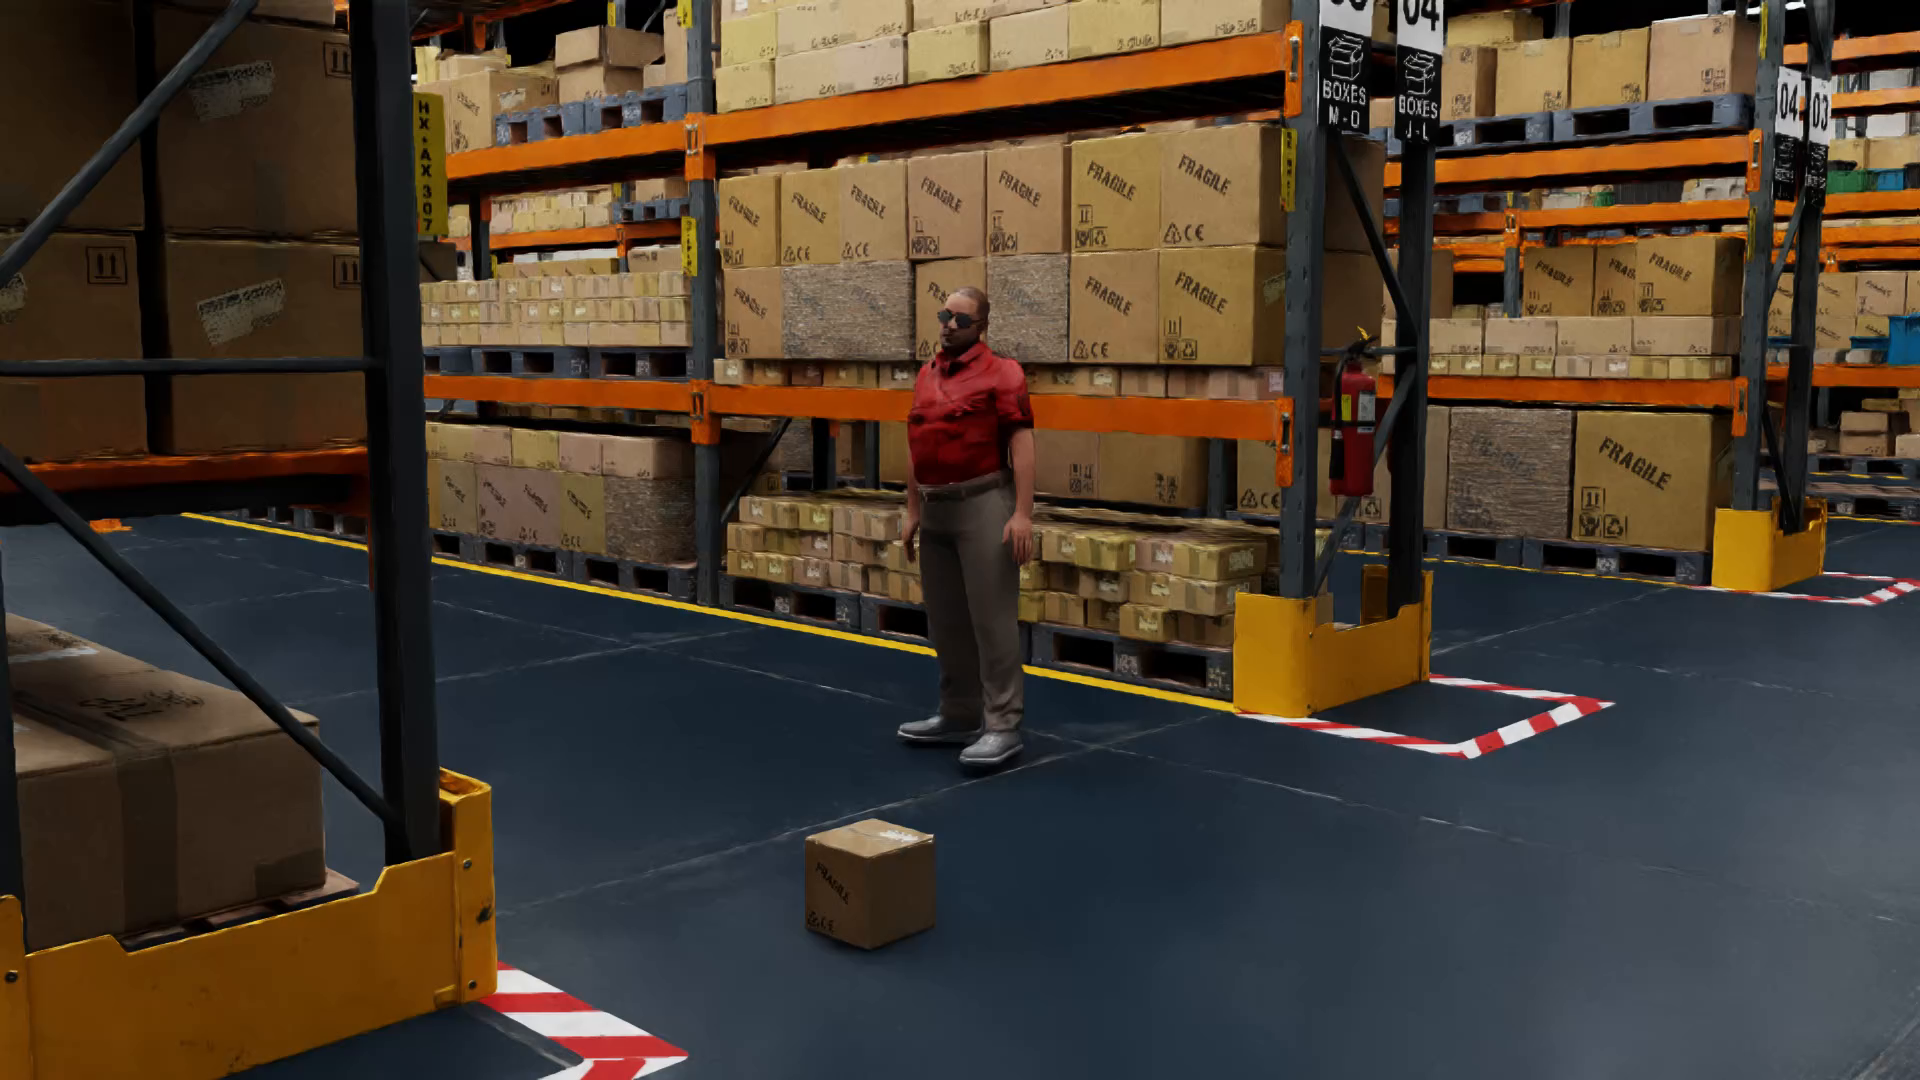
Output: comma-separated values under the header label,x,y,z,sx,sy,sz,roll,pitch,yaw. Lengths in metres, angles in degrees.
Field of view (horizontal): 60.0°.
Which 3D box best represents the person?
label,x,y,z,sx,sy,sz,roll,pitch,yaw
person,0.011,-0.065,6.137,0.429,1.734,0.678,-7,10,-44
